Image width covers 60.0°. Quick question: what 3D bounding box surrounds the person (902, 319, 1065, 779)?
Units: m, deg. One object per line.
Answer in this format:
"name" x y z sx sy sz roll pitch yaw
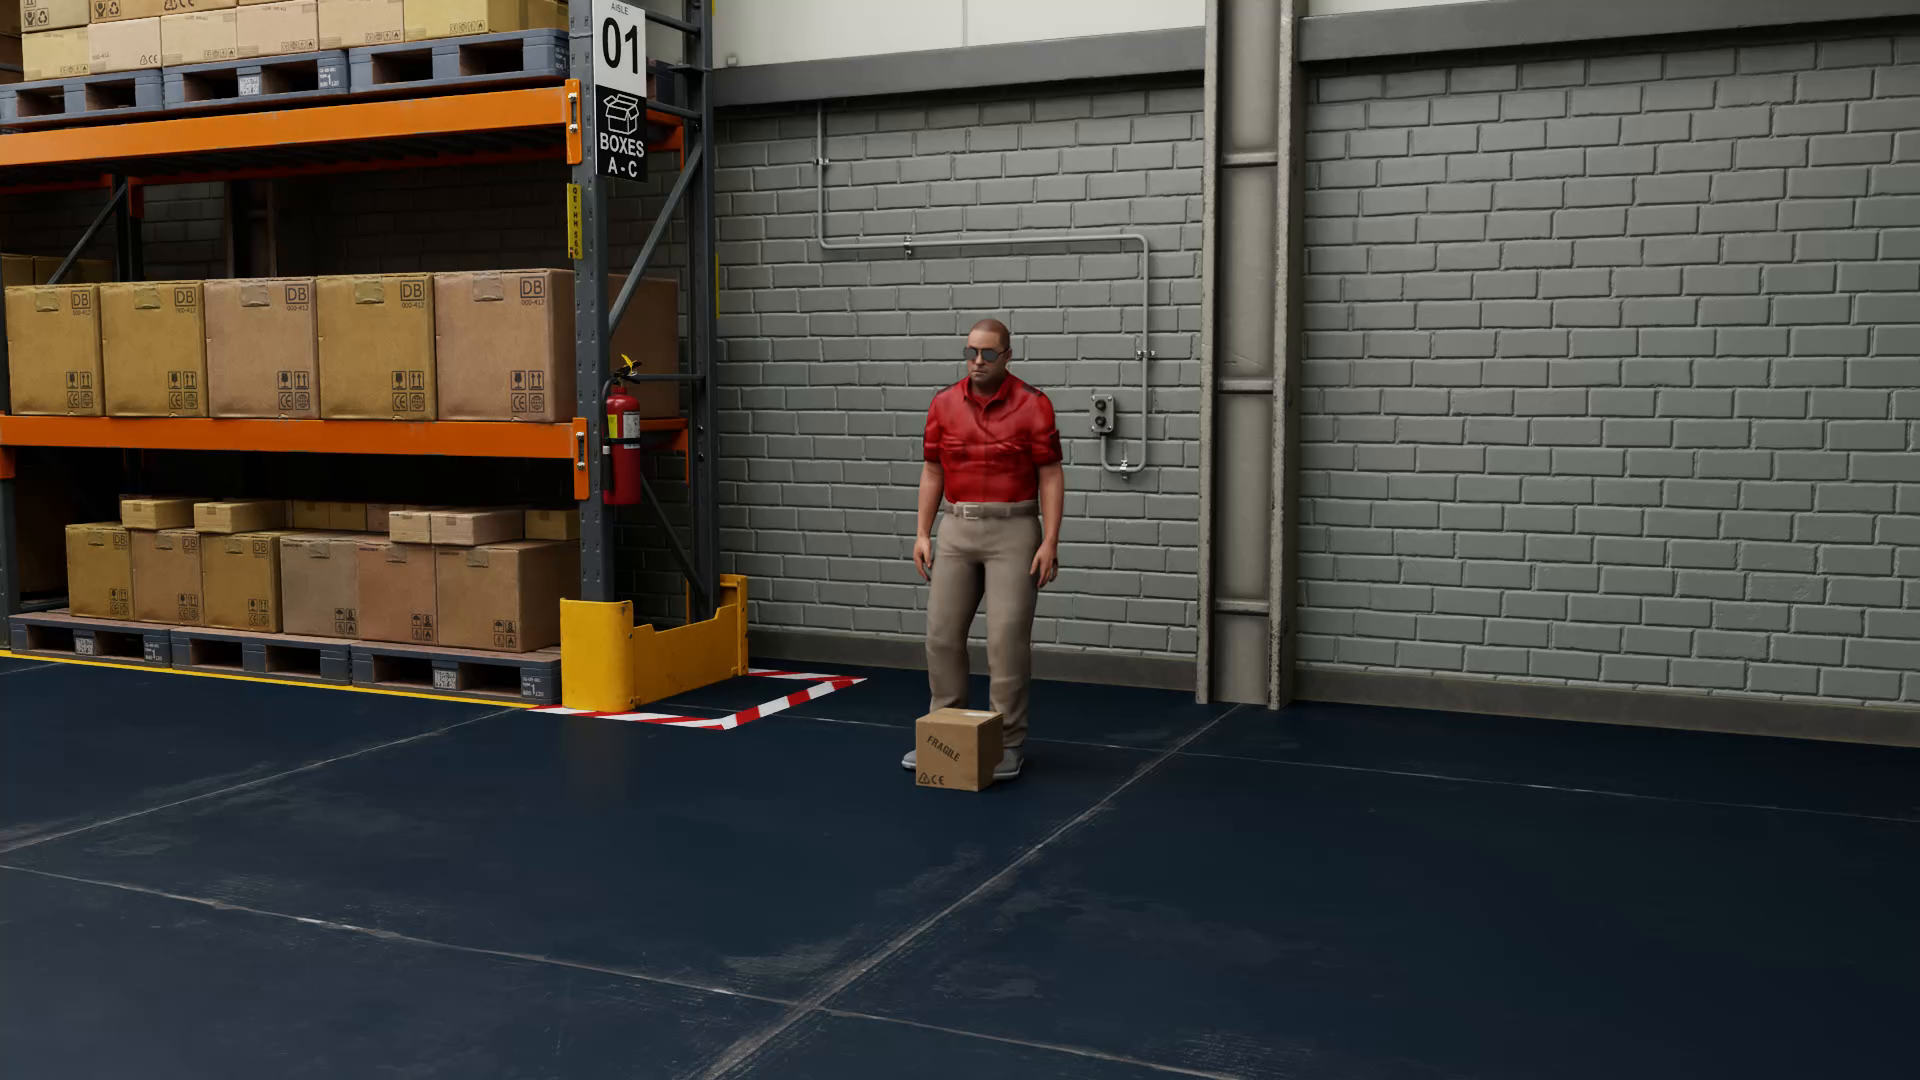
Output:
"person" 0.091 0.024 6.358 0.595 1.725 0.436 2 6 21
